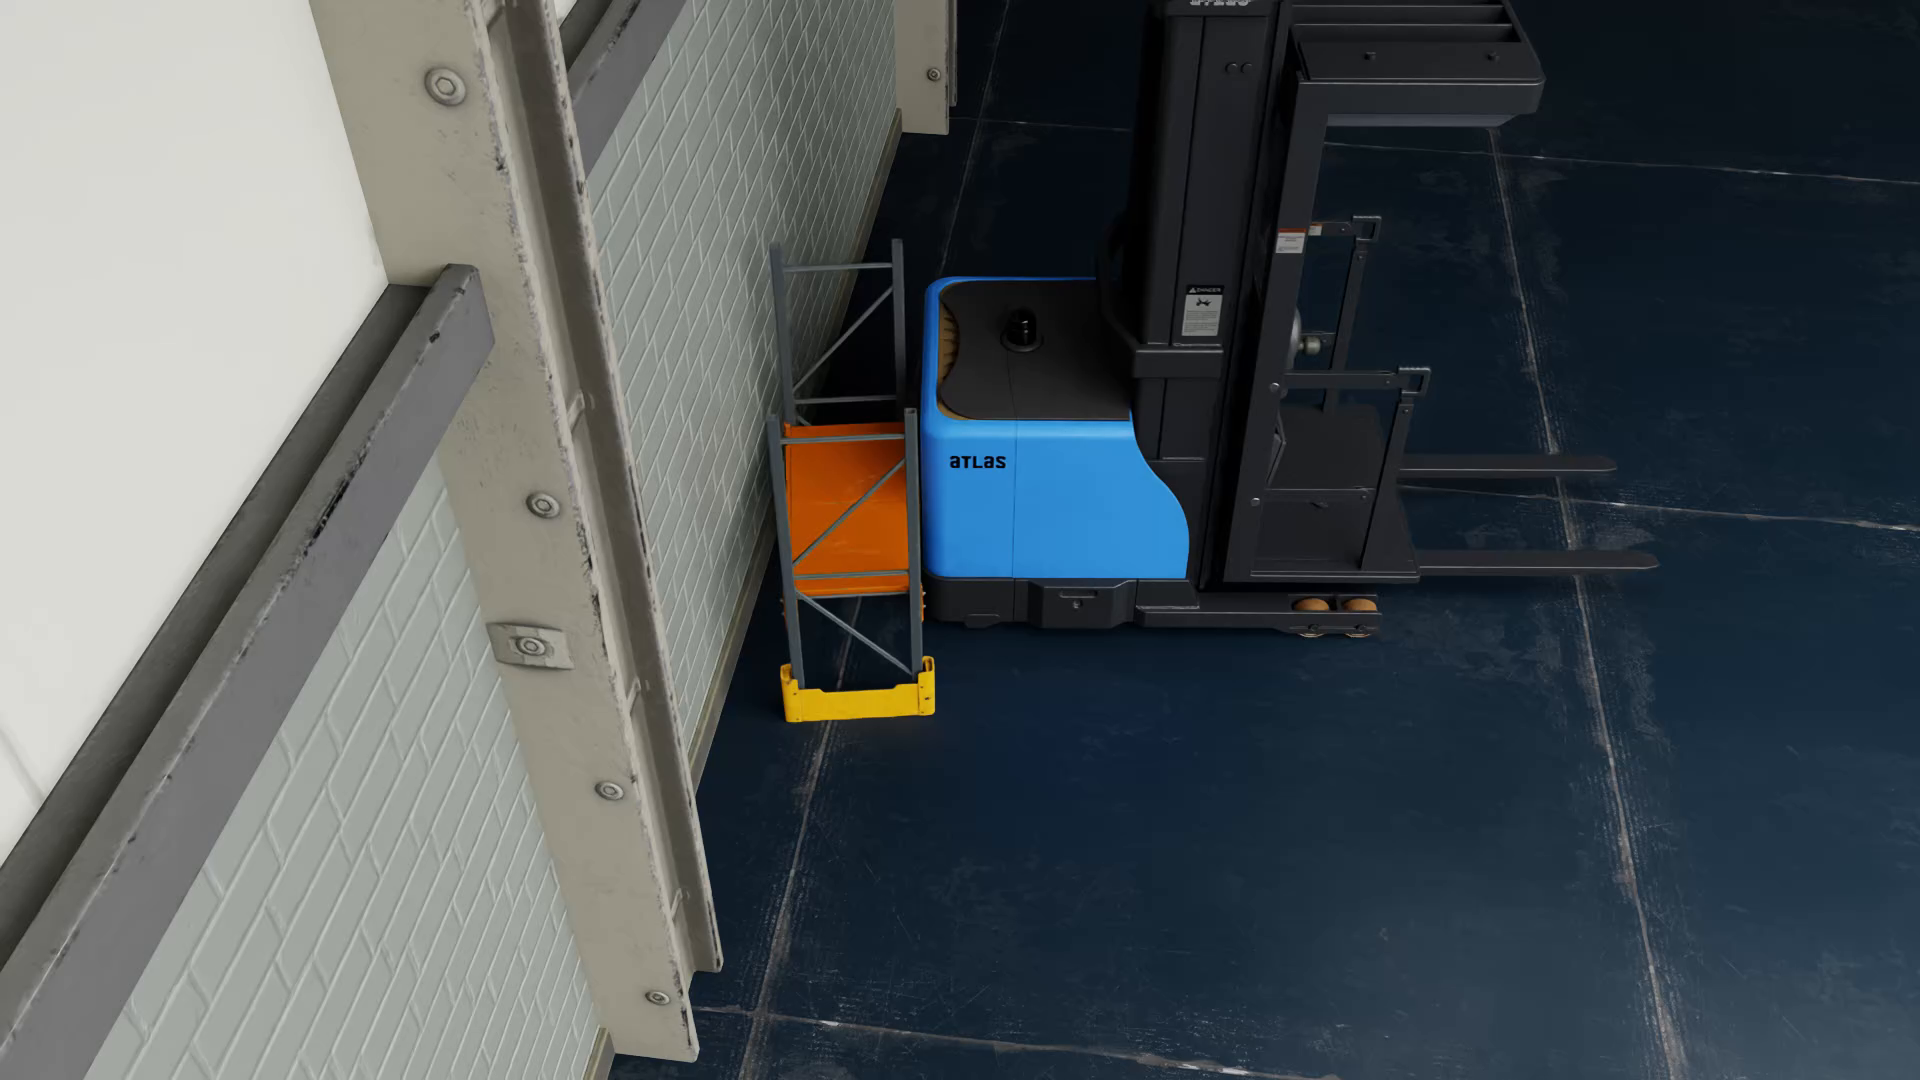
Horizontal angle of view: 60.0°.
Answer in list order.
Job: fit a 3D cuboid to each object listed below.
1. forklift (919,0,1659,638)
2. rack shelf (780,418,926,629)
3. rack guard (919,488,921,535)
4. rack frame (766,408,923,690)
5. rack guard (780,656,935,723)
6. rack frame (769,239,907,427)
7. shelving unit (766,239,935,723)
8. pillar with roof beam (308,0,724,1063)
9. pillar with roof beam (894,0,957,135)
[{"bbox_3d":[1.355,-1.034,6.210,3.031,2.935,1.130,0,43,0],"label":"forklift"},{"bbox_3d":[-0.429,-0.090,6.516,0.538,0.185,1.000,-3,44,-3],"label":"rack shelf"},{"bbox_3d":[-0.464,-0.102,7.176,0.587,0.250,0.087,-3,44,-3],"label":"rack guard"},{"bbox_3d":[-0.393,0.128,6.024,0.500,1.500,0.032,-3,44,-3],"label":"rack frame"},{"bbox_3d":[-0.393,0.581,6.454,0.587,0.250,0.087,-3,44,-3],"label":"rack guard"},{"bbox_3d":[-0.466,-0.569,6.760,0.500,1.500,0.032,-3,44,-3],"label":"rack frame"},{"bbox_3d":[-0.429,-0.214,6.385,0.587,1.500,1.083,-3,44,-3],"label":"shelving unit"},{"bbox_3d":[3.275,-1.315,2.094,9.100,9.000,0.400,5,44,6],"label":"pillar with roof beam"},{"bbox_3d":[4.068,-5.404,6.412,9.100,9.000,0.400,5,44,6],"label":"pillar with roof beam"}]
